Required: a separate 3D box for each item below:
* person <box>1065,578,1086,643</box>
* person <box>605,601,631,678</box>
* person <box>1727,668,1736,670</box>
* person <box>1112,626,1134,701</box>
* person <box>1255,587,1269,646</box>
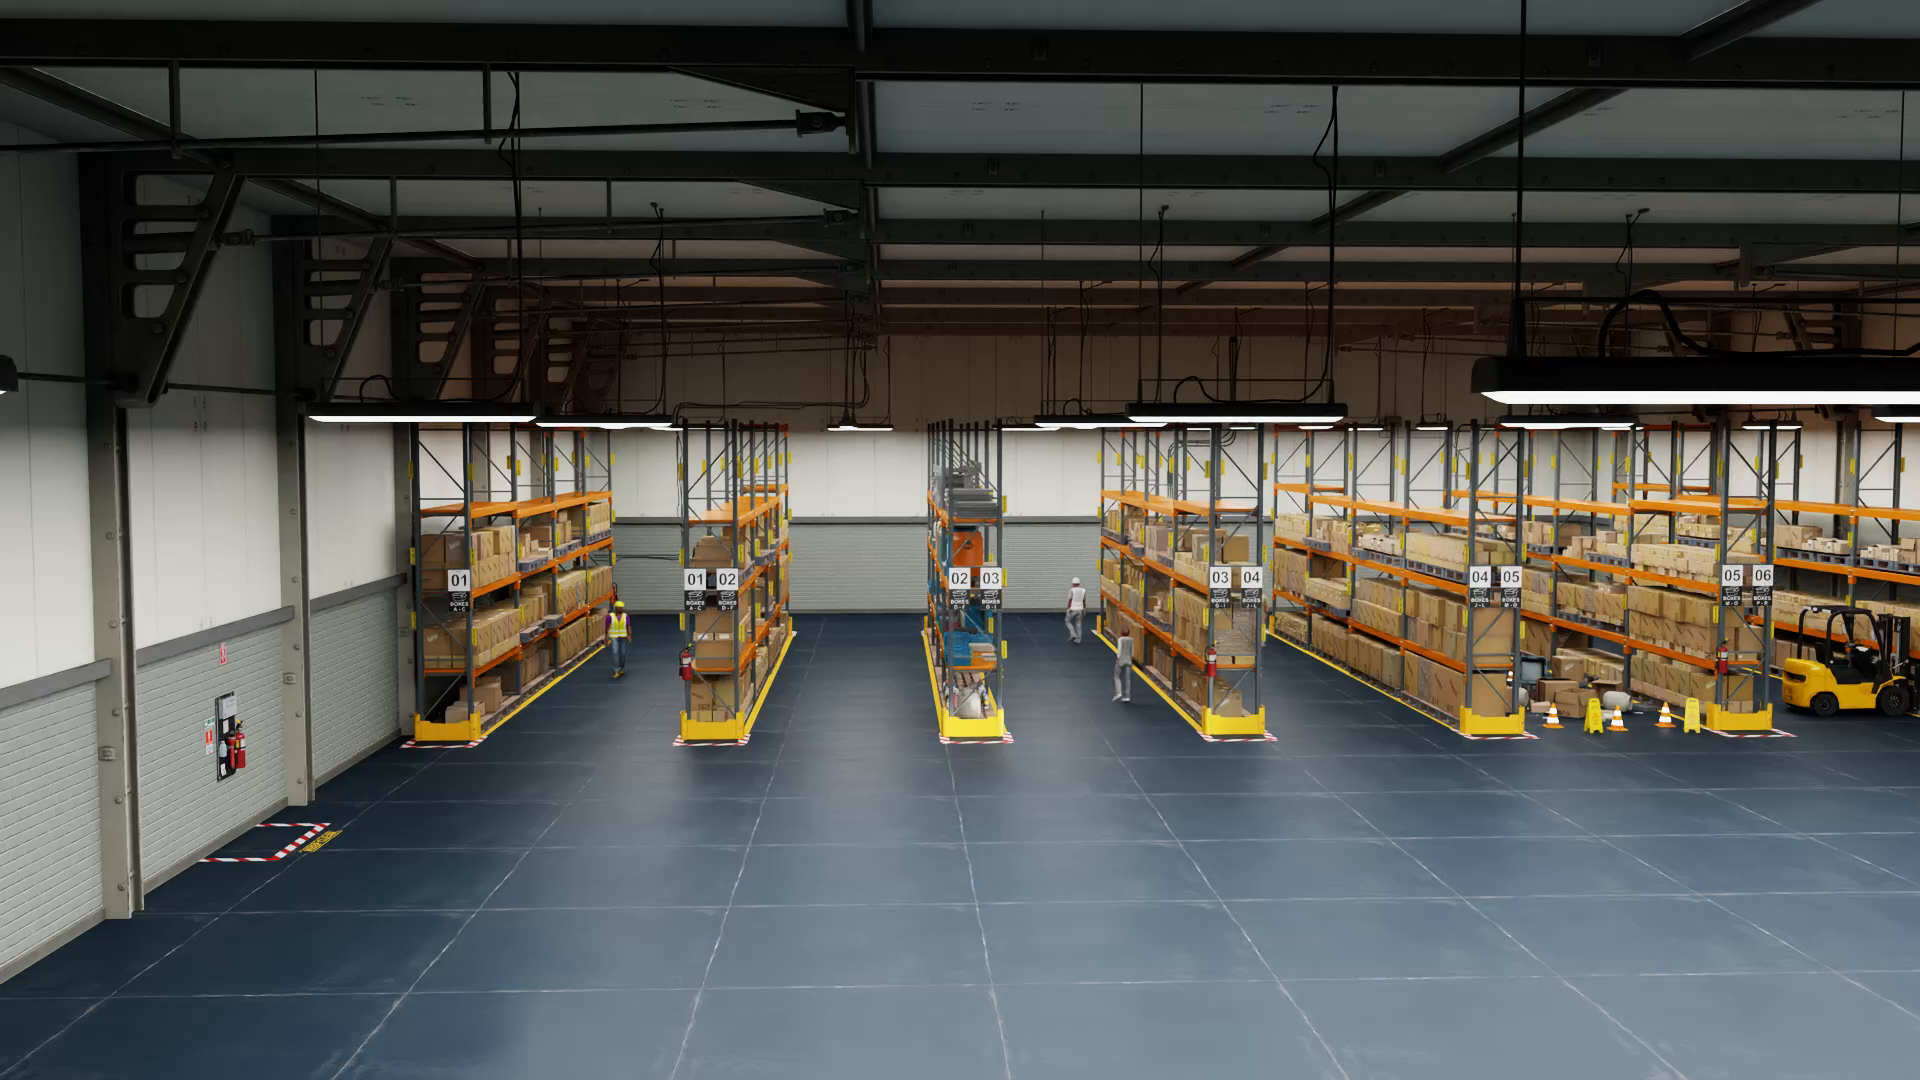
[{"bbox_3d":[3.182,1.921,45.461,0.609,1.786,0.463,-2,4,-28],"label":"person"},{"bbox_3d":[-8.040,2.345,39.302,0.600,1.765,0.782,-2,4,-25],"label":"person"},{"bbox_3d":[16.687,2.624,36.191,0.538,1.578,0.706,0,4,0],"label":"person"},{"bbox_3d":[3.519,2.652,35.550,0.469,1.622,0.469,-1,4,-13],"label":"person"},{"bbox_3d":[8.056,2.028,44.783,0.545,1.604,1.060,0,4,1],"label":"person"}]
